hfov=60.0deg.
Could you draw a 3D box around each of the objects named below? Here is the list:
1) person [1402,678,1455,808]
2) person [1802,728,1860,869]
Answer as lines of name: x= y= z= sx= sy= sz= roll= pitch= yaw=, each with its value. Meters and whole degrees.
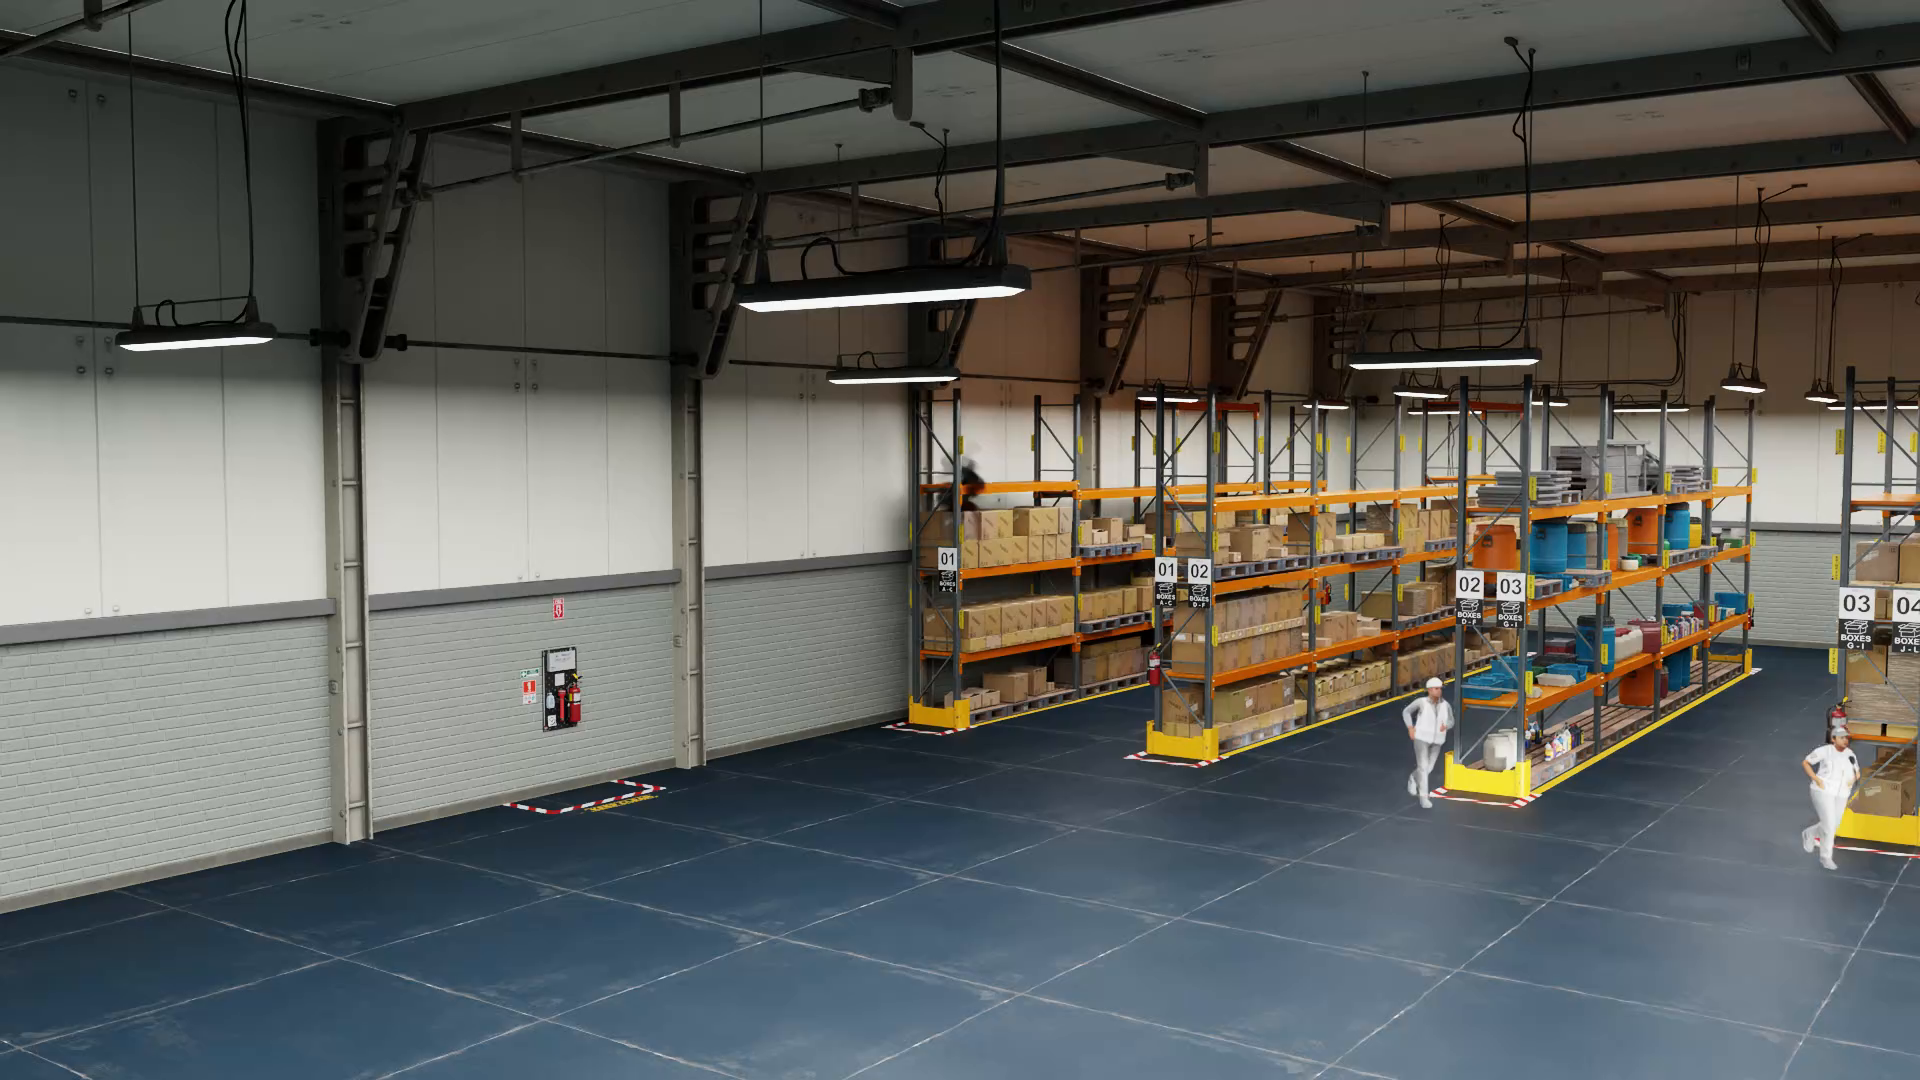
person: x=6.547 y=2.781 z=23.140 sx=0.689 sy=1.737 sz=0.981 roll=0 pitch=3 yaw=-8
person: x=10.483 y=3.066 z=20.003 sx=0.648 sy=1.654 sz=0.813 roll=0 pitch=3 yaw=-2
